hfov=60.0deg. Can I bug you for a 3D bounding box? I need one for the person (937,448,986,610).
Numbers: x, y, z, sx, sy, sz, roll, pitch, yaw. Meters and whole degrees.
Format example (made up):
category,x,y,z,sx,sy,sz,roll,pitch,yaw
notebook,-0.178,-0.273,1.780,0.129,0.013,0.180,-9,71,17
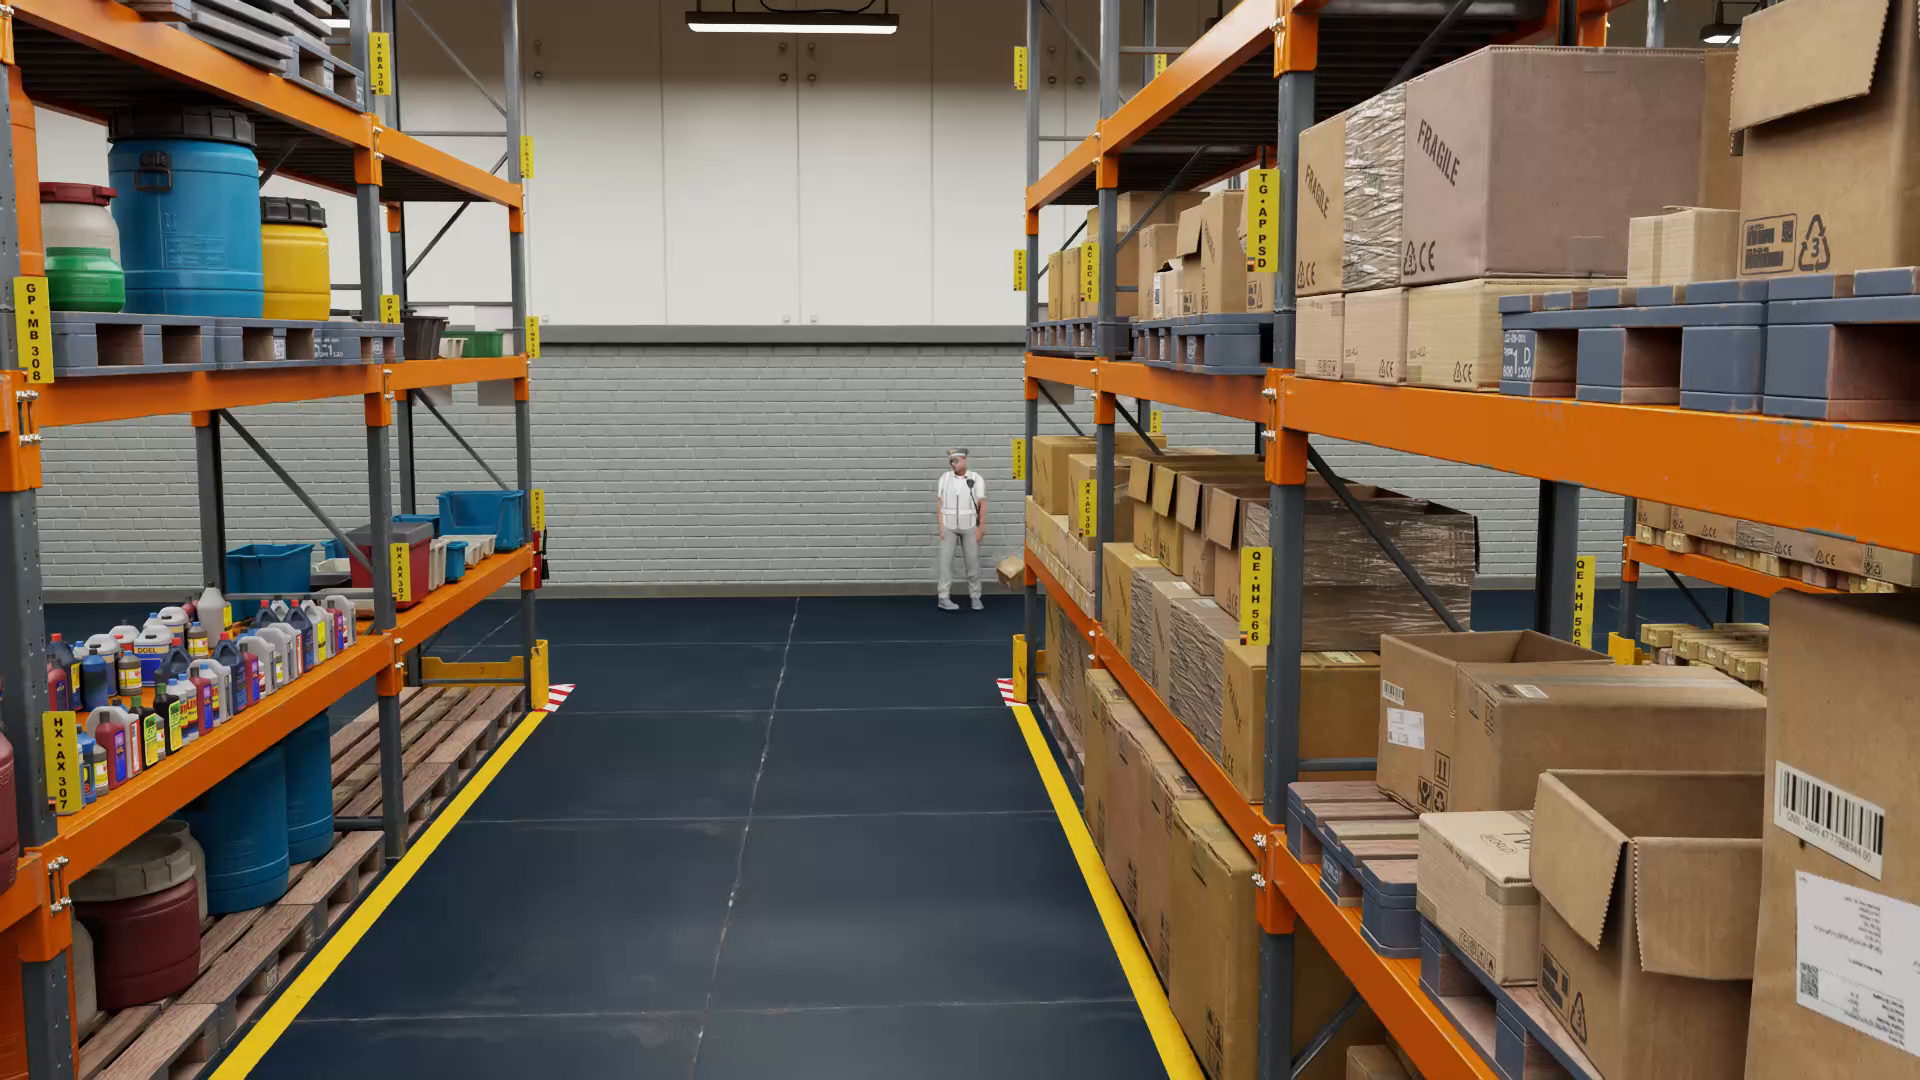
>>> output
category,x,y,z,sx,sy,sz,roll,pitch,yaw
person,0.014,-0.124,18.104,0.538,1.766,0.506,1,7,6
